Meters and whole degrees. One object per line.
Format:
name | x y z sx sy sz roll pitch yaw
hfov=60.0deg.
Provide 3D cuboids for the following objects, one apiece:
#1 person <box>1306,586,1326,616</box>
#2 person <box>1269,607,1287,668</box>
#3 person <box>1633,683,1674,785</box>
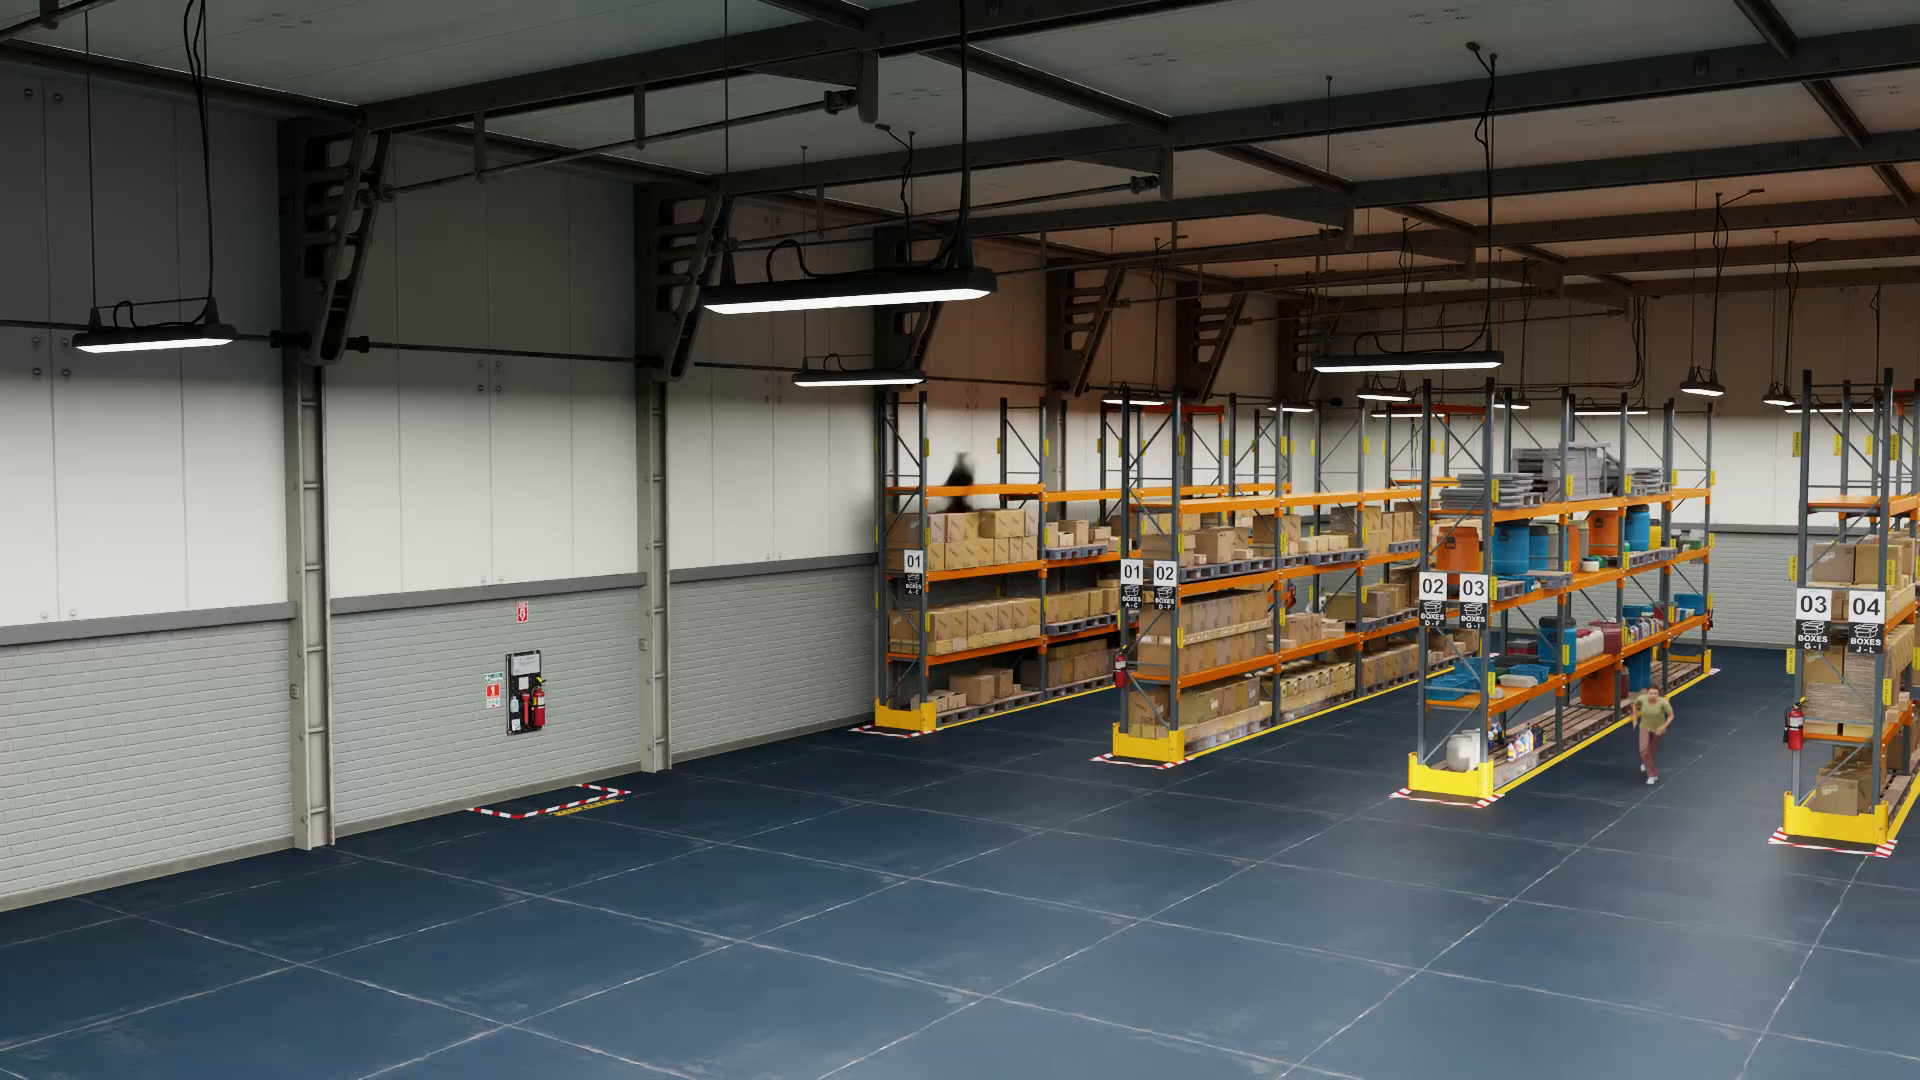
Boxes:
person | 8.727 1.930 40.524 0.615 1.654 0.639 1 3 19
person | 6.720 2.254 34.987 0.562 1.700 0.718 2 4 32
person | 10.424 2.860 25.018 0.574 1.522 1.037 1 3 23
